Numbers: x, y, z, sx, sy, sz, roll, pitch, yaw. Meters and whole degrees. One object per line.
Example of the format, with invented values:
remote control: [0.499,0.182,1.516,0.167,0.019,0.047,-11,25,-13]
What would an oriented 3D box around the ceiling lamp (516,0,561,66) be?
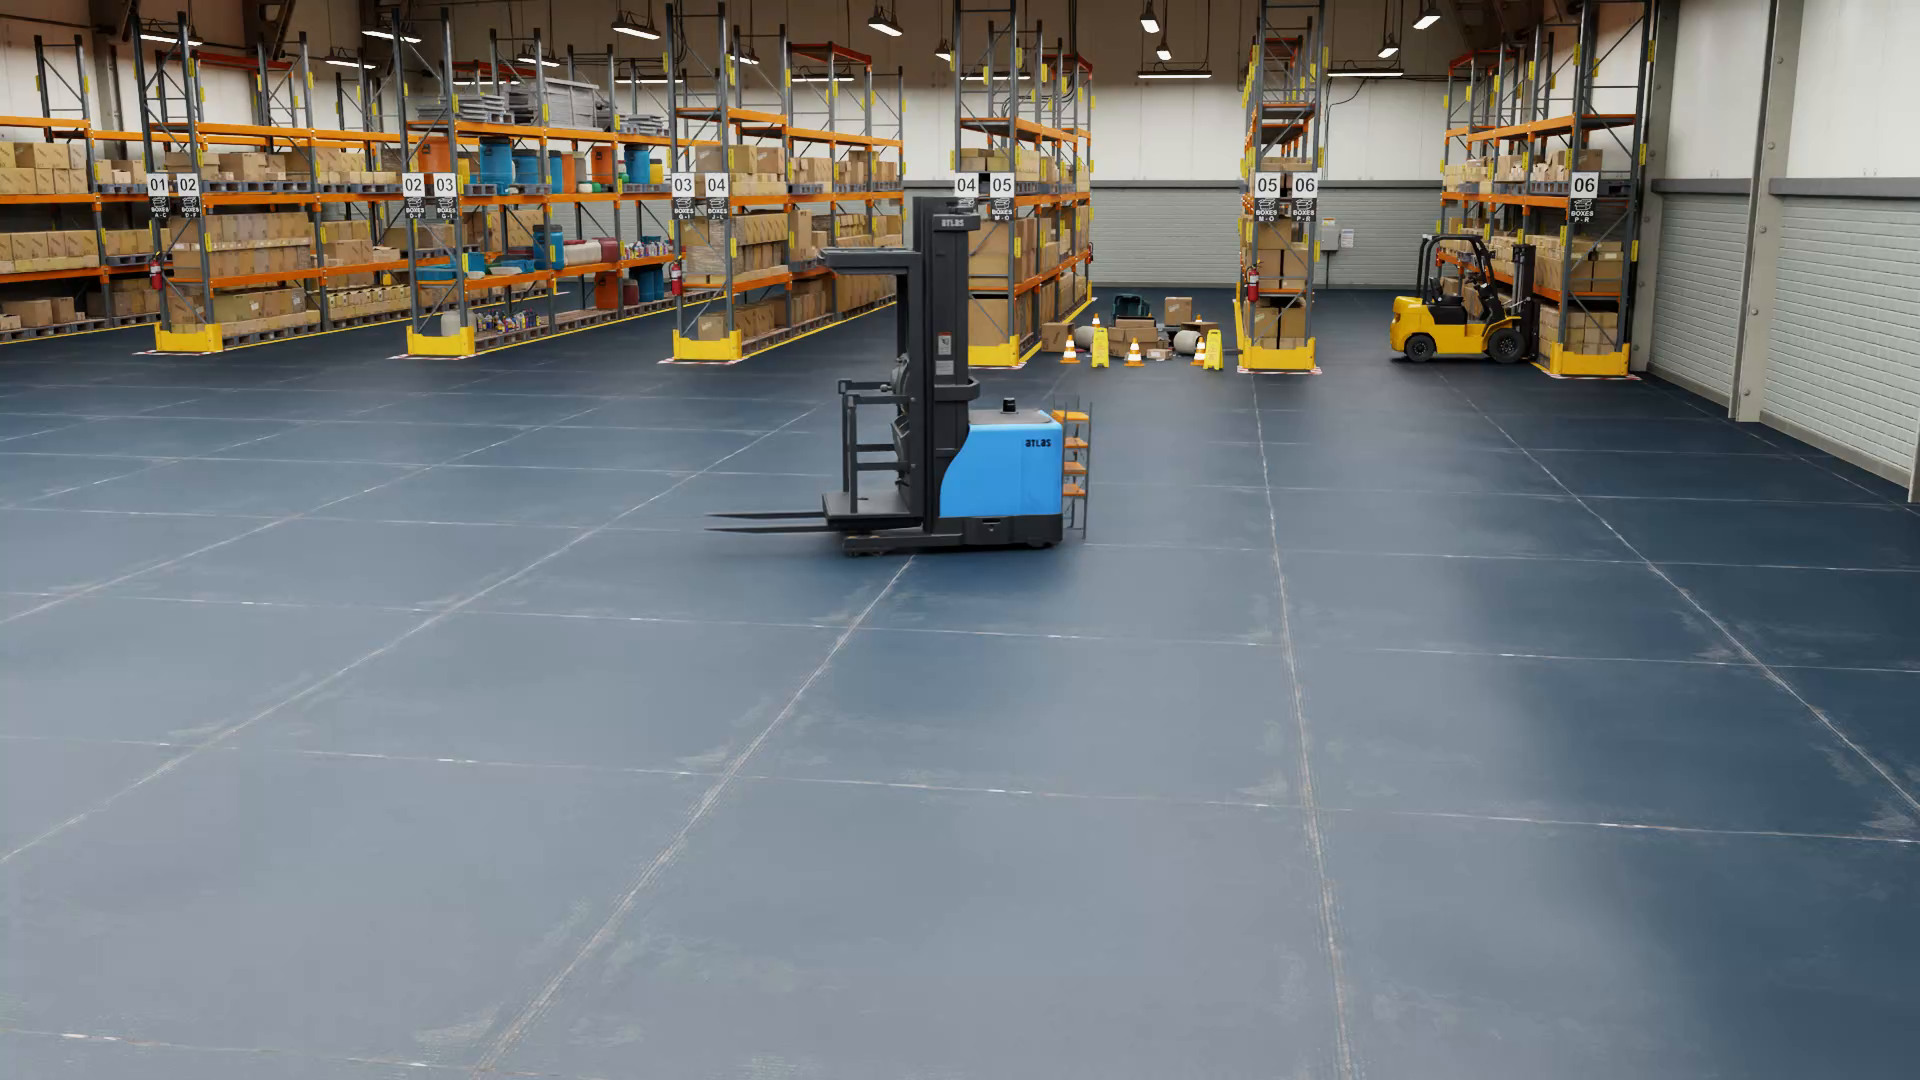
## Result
ceiling lamp: [-9.869,-13.006,39.627,0.800,3.185,2.000,2,12,9]

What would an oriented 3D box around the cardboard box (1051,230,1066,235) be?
cardboard box: [2.231,-7.046,38.257,0.380,0.149,0.250,1,12,7]

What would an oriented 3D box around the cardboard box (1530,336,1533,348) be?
cardboard box: [10.219,-3.466,28.986,0.500,0.250,0.500,2,12,10]

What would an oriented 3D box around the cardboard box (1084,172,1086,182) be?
cardboard box: [2.900,-9.131,41.793,0.500,0.250,0.500,2,12,9]

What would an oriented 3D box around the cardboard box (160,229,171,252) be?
cardboard box: [-18.152,-6.715,37.248,0.700,0.500,0.500,2,12,9]

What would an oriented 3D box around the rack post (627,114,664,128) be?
rack post: [-7.677,-10.042,39.909,0.937,0.300,0.954,2,12,8]

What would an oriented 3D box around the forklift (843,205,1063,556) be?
forklift: [-0.141,-1.400,14.183,1.939,2.867,1.129,-2,12,-7]

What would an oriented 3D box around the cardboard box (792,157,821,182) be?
cardboard box: [-3.223,-7.770,34.883,0.500,0.500,0.500,2,12,10]

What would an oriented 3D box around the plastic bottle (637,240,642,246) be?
plastic bottle: [-7.897,-7.225,41.017,0.144,0.351,0.185,2,12,9]

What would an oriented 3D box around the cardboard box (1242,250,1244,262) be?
cardboard box: [6.583,-6.365,37.264,0.500,0.250,0.500,2,12,8]

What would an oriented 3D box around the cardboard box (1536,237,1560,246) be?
cardboard box: [10.367,-5.252,29.262,0.380,0.149,0.250,2,12,8]

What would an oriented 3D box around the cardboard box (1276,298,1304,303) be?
cardboard box: [6.037,-4.164,30.443,0.500,0.500,0.500,2,12,10]

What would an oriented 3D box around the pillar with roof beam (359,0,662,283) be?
pillar with roof beam: [-12.876,-11.857,48.154,9.100,9.000,0.548,2,12,9]

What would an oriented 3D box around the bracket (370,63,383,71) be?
bracket: [-16.843,-13.659,47.968,0.235,0.232,0.430,2,12,9]

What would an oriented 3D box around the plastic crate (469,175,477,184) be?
plastic crate: [-9.366,-6.688,31.324,0.392,0.384,0.575,2,12,9]

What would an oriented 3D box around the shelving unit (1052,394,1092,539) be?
shelving unit: [0.963,-0.652,14.650,0.258,1.200,0.503,0,12,-9]

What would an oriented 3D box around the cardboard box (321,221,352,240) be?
cardboard box: [-16.986,-8.204,44.730,0.980,0.700,0.700,1,12,6]

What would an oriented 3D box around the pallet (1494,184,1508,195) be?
pallet: [11.444,-7.076,33.536,1.213,0.211,1.003,2,12,11]

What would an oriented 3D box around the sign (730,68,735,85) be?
sign: [-4.402,-8.978,32.201,0.100,0.325,0.005,2,12,9]

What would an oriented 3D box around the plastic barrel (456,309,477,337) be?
plastic barrel: [-9.259,-4.055,31.100,0.421,0.512,0.421,0,12,0]

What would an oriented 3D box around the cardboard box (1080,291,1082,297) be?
cardboard box: [2.874,-6.234,42.071,0.380,0.149,0.250,2,12,10]

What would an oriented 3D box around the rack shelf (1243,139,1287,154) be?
rack shelf: [7.478,-9.641,40.525,1.077,0.370,4.000,2,12,9]

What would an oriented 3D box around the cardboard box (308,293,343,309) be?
cardboard box: [-13.331,-5.030,34.911,0.500,0.311,0.500,2,12,9]

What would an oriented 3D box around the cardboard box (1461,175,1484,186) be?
cardboard box: [11.902,-8.326,38.537,0.500,0.250,0.500,2,12,9]

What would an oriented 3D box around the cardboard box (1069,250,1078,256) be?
cardboard box: [2.630,-6.904,40.005,0.380,0.149,0.250,2,12,11]

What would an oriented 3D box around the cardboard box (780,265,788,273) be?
cardboard box: [-3.595,-5.318,32.644,0.380,0.149,0.250,2,12,9]

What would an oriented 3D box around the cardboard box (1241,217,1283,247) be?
cardboard box: [5.249,-5.352,28.891,0.700,0.500,0.500,2,12,8]

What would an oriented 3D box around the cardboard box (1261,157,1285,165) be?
cardboard box: [5.903,-7.141,31.562,0.500,0.250,0.500,2,12,10]

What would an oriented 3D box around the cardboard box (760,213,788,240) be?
cardboard box: [-3.650,-6.075,32.247,0.500,0.500,0.500,2,12,9]

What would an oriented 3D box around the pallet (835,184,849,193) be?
pallet: [-3.191,-7.837,37.067,1.213,0.211,1.003,2,12,11]

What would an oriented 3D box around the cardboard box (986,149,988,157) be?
cardboard box: [0.292,-6.760,29.091,0.380,0.149,0.250,2,12,9]

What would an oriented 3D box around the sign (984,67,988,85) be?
sign: [0.495,-8.756,31.358,0.100,0.325,0.005,2,12,9]

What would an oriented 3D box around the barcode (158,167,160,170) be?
barcode: [-14.686,-6.812,30.486,0.001,0.075,0.075,2,12,9]

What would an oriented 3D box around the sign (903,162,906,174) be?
sign: [-1.473,-9.833,43.965,0.100,0.325,0.005,2,12,9]

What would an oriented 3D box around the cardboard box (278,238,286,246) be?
cardboard box: [-13.629,-5.907,33.006,0.380,0.149,0.250,2,12,8]

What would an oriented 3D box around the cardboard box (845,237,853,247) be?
cardboard box: [-2.741,-6.683,38.145,0.500,0.500,0.500,2,12,8]

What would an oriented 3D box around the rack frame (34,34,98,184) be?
rack frame: [-18.536,-8.909,34.472,1.000,3.000,0.127,2,12,9]

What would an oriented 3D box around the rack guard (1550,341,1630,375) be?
rack guard: [10.226,-2.954,27.014,1.175,0.500,0.348,2,12,9]

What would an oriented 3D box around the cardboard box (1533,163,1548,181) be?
cardboard box: [10.476,-6.525,29.509,0.500,0.311,0.500,2,12,10]

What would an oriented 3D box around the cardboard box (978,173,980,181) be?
cardboard box: [0.134,-6.158,28.191,0.380,0.149,0.250,2,12,9]

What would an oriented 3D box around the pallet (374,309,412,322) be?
pallet: [-13.190,-5.116,37.731,1.003,0.211,1.213,2,12,9]

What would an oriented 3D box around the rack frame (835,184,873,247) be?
rack frame: [-2.622,-7.160,40.597,1.000,3.000,0.127,2,12,9]

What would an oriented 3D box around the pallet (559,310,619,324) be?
pallet: [-8.289,-4.965,37.029,1.003,0.211,1.213,2,12,9]

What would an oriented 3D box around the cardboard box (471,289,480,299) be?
cardboard box: [-12.287,-6.260,41.311,0.500,0.500,0.500,2,12,9]

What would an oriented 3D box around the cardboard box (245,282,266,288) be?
cardboard box: [-17.537,-6.294,40.686,0.750,0.750,0.750,2,12,8]

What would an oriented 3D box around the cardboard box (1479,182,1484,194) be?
cardboard box: [11.453,-7.563,35.702,0.500,0.250,0.500,2,12,9]

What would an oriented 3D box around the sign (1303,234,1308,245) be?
sign: [6.477,-5.581,31.215,0.100,0.325,0.005,2,12,9]

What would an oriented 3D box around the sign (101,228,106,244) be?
sign: [-17.998,-6.383,34.939,0.100,0.325,0.005,2,12,9]

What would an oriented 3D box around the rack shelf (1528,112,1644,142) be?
rack shelf: [10.537,-6.983,28.191,1.077,0.370,4.000,2,12,9]

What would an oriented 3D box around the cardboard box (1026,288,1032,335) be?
cardboard box: [0.867,-4.351,31.609,0.875,0.875,0.875,2,12,10]

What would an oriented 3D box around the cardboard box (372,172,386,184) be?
cardboard box: [-13.102,-8.041,36.926,0.500,0.250,0.500,2,12,10]
